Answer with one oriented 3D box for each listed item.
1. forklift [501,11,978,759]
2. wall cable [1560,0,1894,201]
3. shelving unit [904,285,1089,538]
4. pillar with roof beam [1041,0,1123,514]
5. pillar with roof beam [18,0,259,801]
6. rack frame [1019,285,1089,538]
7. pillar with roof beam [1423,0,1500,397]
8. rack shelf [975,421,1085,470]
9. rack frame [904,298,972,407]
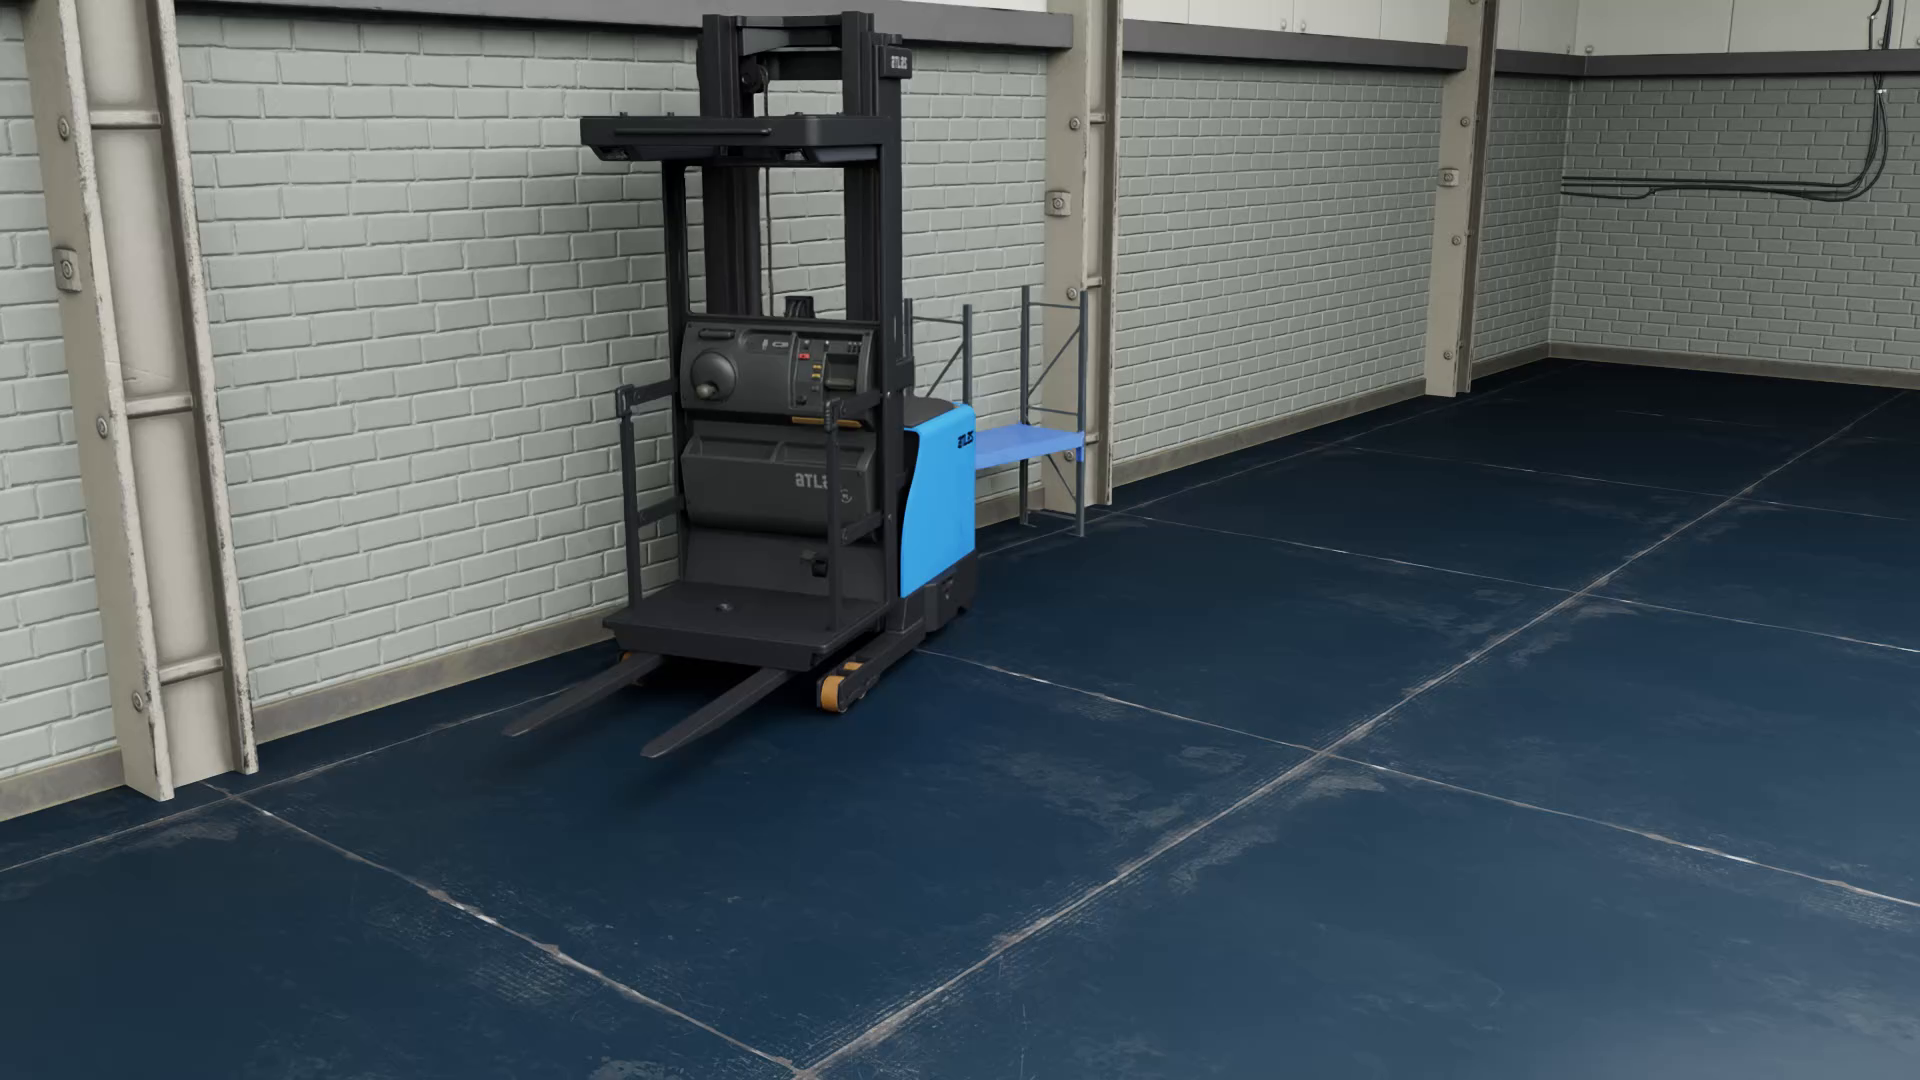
[{"bbox_3d":[-0.901,-0.786,7.266,1.130,2.935,3.031,5,15,20],"label":"forklift"},{"bbox_3d":[7.422,-4.592,16.228,3.097,2.526,0.112,11,18,38],"label":"wall cable"},{"bbox_3d":[0.221,-0.693,9.805,0.538,1.500,1.048,13,19,41],"label":"shelving unit"},{"bbox_3d":[4.119,-3.922,7.284,9.100,9.000,0.400,11,18,38],"label":"pillar with roof beam"},{"bbox_3d":[0.348,-2.773,2.761,9.100,9.000,0.400,11,18,38],"label":"pillar with roof beam"},{"bbox_3d":[0.567,-0.785,10.166,0.500,1.500,0.032,13,19,41],"label":"rack frame"},{"bbox_3d":[7.890,-5.071,11.807,9.100,9.000,0.400,11,18,38],"label":"pillar with roof beam"},{"bbox_3d":[0.221,-0.519,9.849,0.538,0.185,1.000,13,19,41],"label":"rack shelf"},{"bbox_3d":[-0.125,-0.601,9.444,0.500,1.500,0.032,13,19,41],"label":"rack frame"}]
